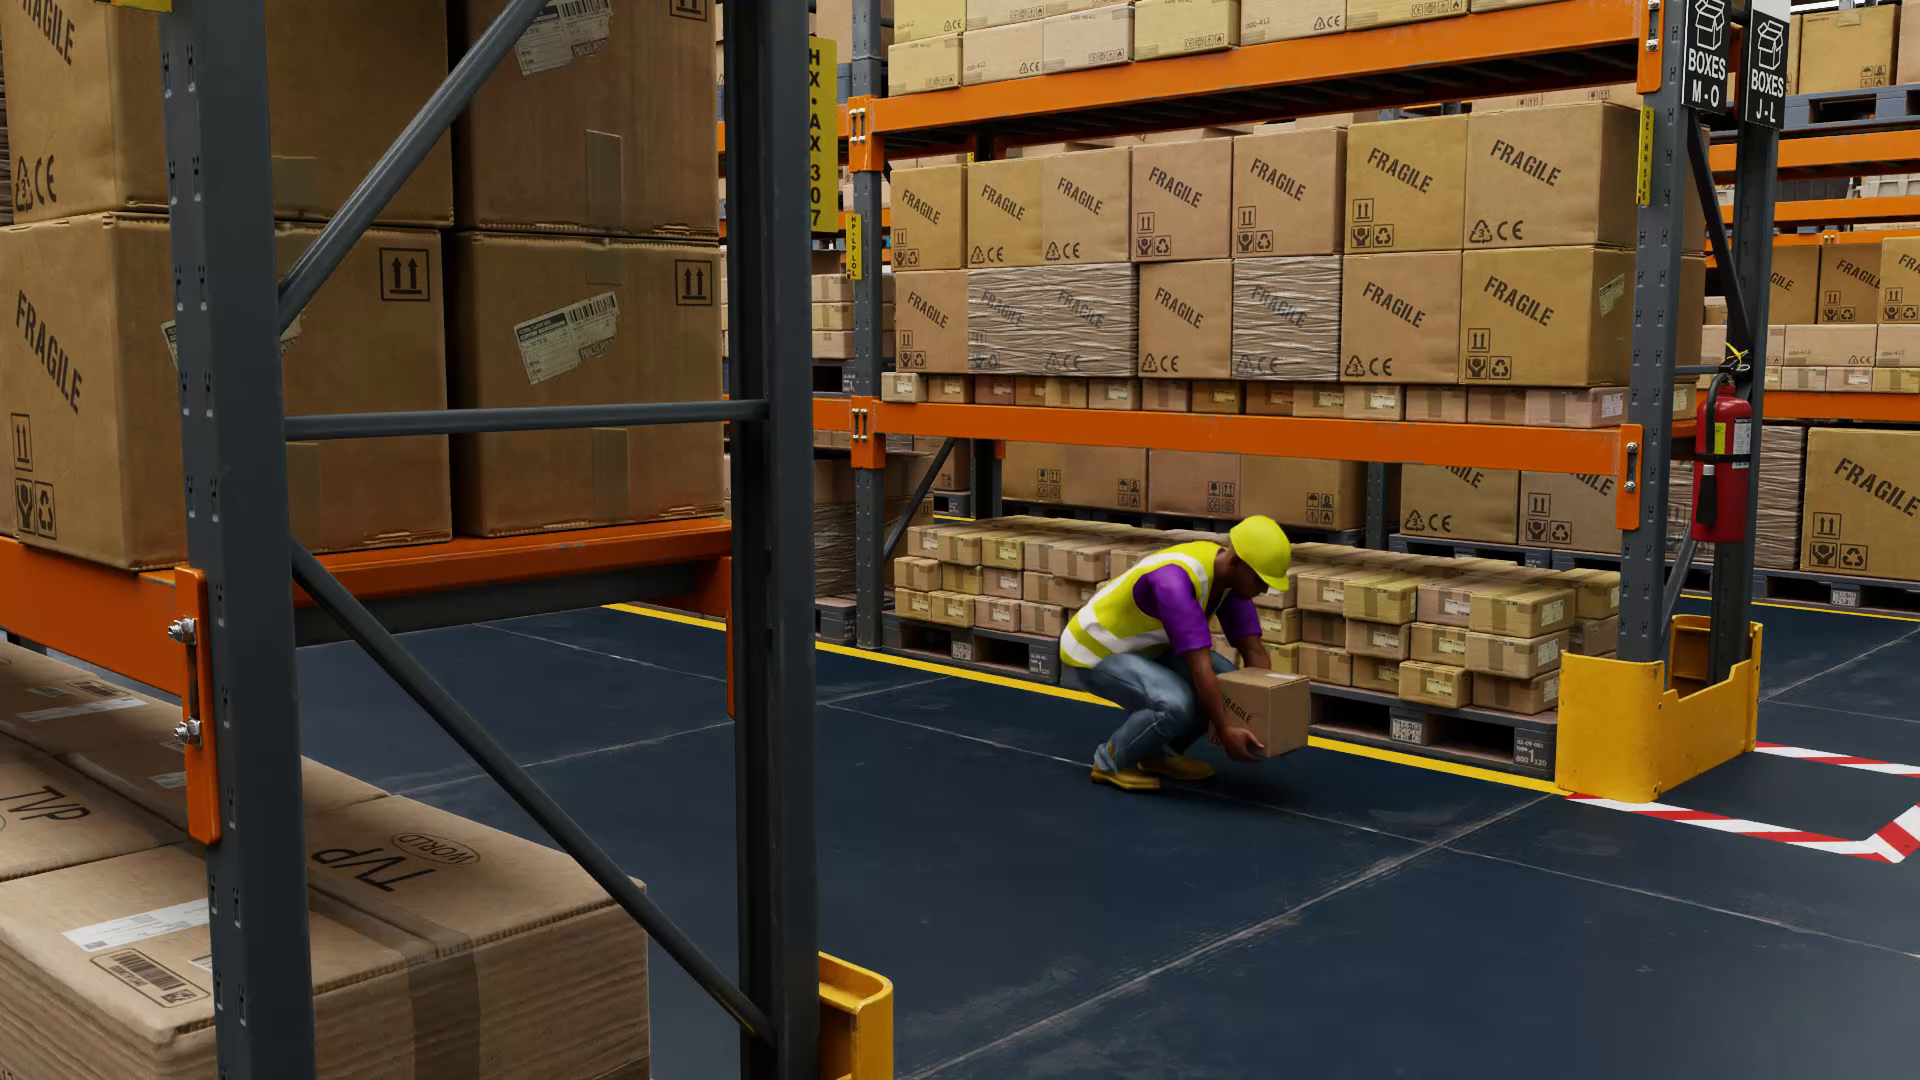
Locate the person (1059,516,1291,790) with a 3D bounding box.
[{"bbox_3d":[0.819,0.398,6.044,0.898,1.014,0.545,6,9,40],"label":"person"}]
